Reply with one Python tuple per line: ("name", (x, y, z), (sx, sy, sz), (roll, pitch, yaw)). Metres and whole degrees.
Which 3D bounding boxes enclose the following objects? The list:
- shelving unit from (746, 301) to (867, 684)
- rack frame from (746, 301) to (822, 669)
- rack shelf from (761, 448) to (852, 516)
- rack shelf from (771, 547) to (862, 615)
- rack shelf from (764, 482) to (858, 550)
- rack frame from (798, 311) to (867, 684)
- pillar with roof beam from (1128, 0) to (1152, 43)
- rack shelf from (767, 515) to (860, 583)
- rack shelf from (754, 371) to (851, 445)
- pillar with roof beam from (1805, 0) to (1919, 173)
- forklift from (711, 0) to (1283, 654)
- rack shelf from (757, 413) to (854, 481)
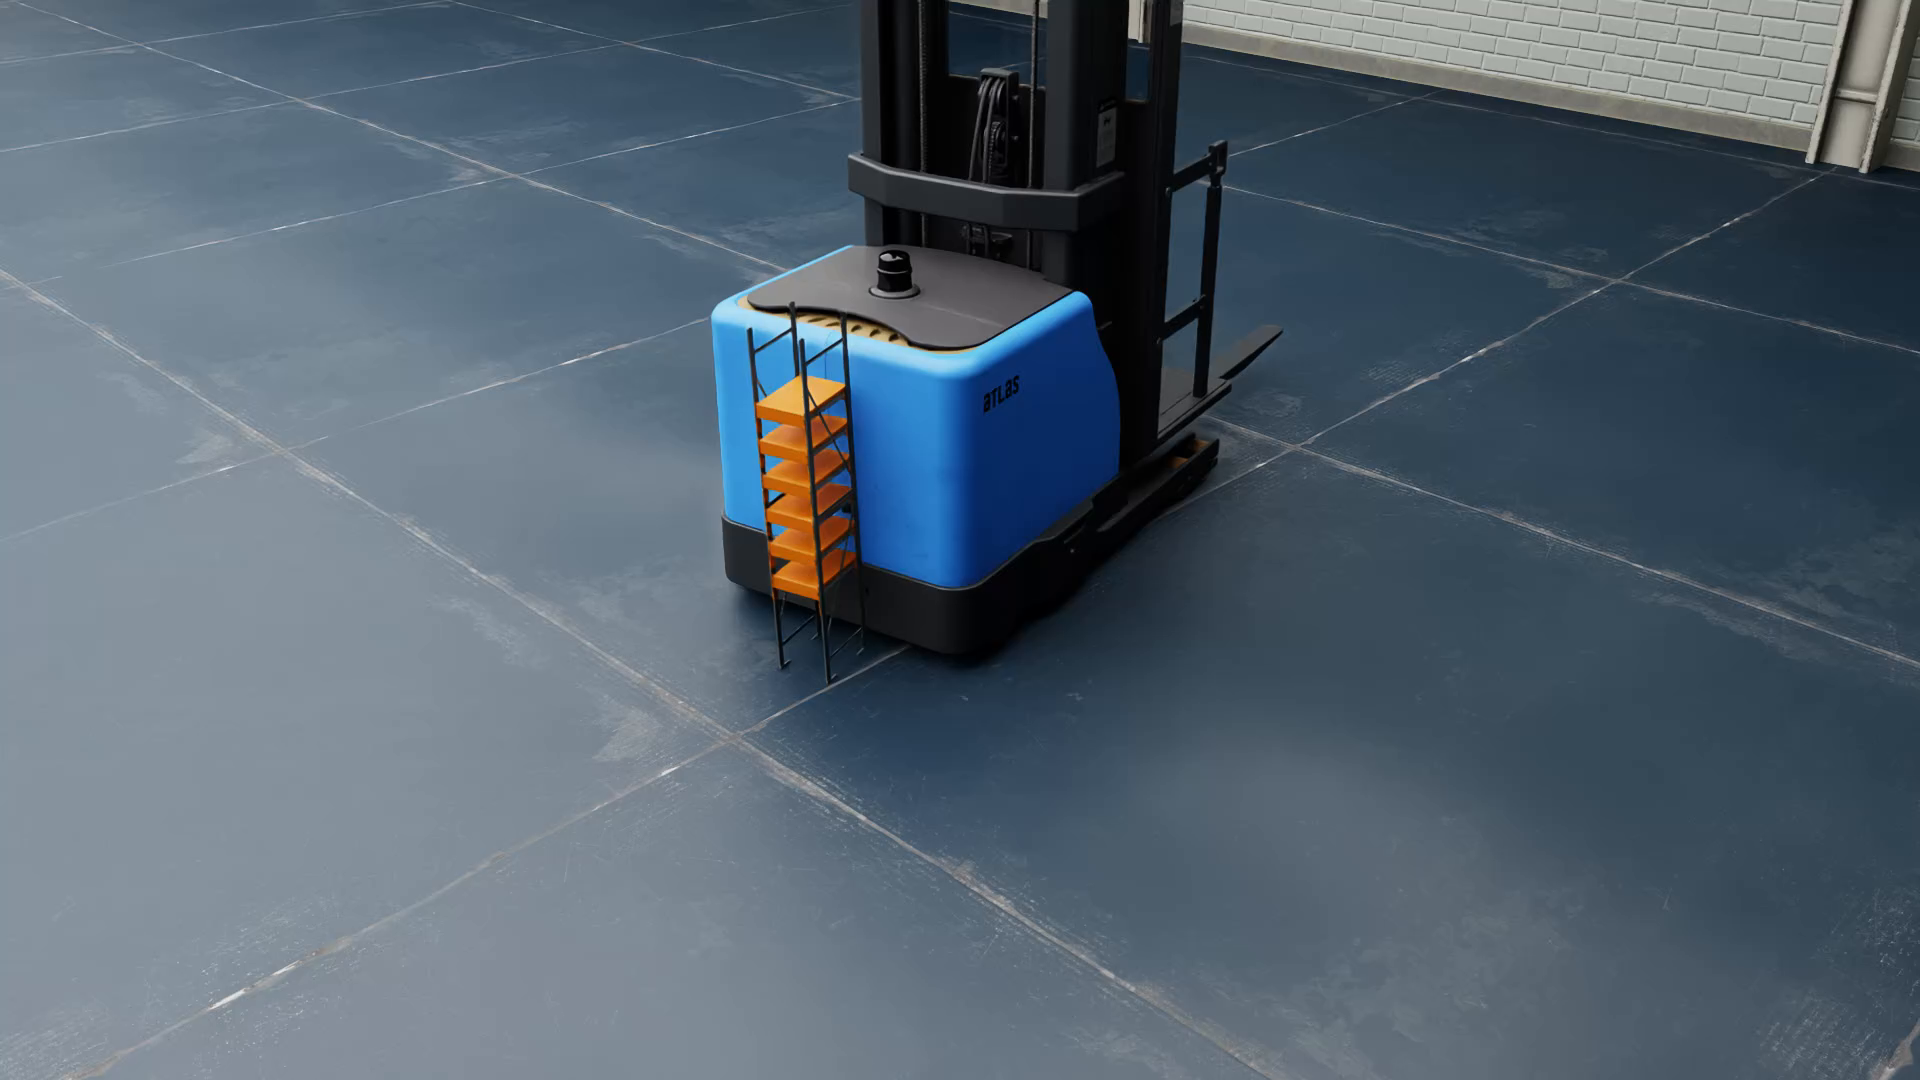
("shelving unit", (-0.465, -0.129, 5.191), (0.189, 1.200, 0.258), (15, 34, 26))
("rack frame", (-0.545, -0.150, 5.231), (0.006, 1.200, 0.240), (15, 34, 26))
("rack shelf", (-0.467, -0.194, 5.153), (0.180, 0.103, 0.258), (15, 34, 26))
("rack shelf", (-0.458, 0.117, 5.335), (0.180, 0.103, 0.258), (15, 34, 26))
("rack shelf", (-0.464, -0.090, 5.214), (0.180, 0.103, 0.258), (15, 34, 26))
("rack frame", (-0.386, -0.108, 5.151), (0.006, 1.200, 0.240), (15, 34, 26))
("pillar with roof beam", (-1.456, -7.000, 9.893), (0.400, 9.000, 9.100), (25, 36, 38))
("rack shelf", (-0.461, 0.013, 5.274), (0.180, 0.103, 0.258), (15, 34, 26))
("rack shelf", (-0.474, -0.401, 5.032), (0.180, 0.103, 0.258), (15, 34, 26))
("pillar with roof beam", (2.822, -5.042, 6.170), (0.400, 9.000, 9.100), (25, 36, 38))
("forklift", (0.388, -1.569, 6.084), (1.130, 2.935, 3.031), (17, 32, 28))
("rack shelf", (-0.470, -0.298, 5.093), (0.180, 0.103, 0.258), (15, 34, 26))
